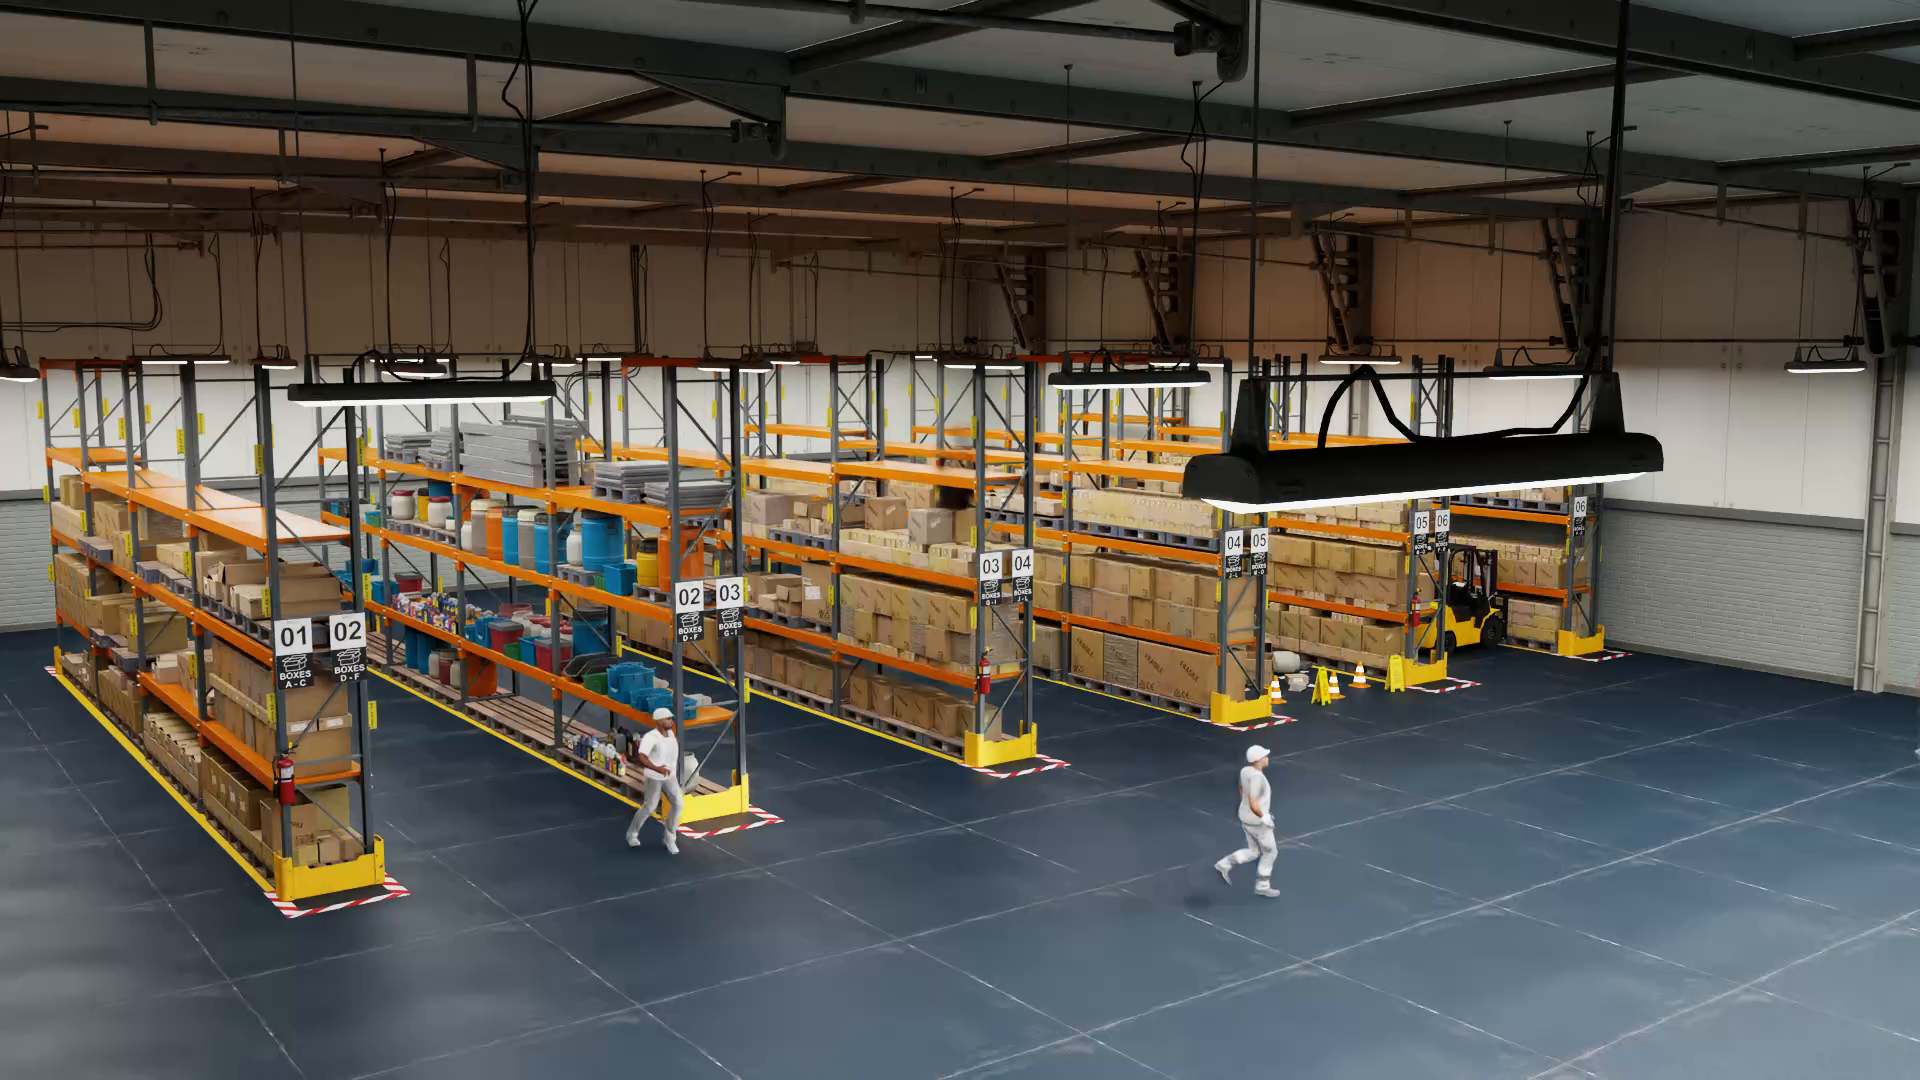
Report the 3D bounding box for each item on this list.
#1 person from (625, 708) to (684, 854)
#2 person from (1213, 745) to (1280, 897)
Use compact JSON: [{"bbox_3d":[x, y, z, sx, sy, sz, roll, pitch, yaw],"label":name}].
[{"bbox_3d":[-3.739,2.987,20.791,0.740,1.793,0.762,4,8,31],"label":"person"},{"bbox_3d":[3.290,3.201,18.943,0.767,1.760,0.678,-1,7,-8],"label":"person"}]
